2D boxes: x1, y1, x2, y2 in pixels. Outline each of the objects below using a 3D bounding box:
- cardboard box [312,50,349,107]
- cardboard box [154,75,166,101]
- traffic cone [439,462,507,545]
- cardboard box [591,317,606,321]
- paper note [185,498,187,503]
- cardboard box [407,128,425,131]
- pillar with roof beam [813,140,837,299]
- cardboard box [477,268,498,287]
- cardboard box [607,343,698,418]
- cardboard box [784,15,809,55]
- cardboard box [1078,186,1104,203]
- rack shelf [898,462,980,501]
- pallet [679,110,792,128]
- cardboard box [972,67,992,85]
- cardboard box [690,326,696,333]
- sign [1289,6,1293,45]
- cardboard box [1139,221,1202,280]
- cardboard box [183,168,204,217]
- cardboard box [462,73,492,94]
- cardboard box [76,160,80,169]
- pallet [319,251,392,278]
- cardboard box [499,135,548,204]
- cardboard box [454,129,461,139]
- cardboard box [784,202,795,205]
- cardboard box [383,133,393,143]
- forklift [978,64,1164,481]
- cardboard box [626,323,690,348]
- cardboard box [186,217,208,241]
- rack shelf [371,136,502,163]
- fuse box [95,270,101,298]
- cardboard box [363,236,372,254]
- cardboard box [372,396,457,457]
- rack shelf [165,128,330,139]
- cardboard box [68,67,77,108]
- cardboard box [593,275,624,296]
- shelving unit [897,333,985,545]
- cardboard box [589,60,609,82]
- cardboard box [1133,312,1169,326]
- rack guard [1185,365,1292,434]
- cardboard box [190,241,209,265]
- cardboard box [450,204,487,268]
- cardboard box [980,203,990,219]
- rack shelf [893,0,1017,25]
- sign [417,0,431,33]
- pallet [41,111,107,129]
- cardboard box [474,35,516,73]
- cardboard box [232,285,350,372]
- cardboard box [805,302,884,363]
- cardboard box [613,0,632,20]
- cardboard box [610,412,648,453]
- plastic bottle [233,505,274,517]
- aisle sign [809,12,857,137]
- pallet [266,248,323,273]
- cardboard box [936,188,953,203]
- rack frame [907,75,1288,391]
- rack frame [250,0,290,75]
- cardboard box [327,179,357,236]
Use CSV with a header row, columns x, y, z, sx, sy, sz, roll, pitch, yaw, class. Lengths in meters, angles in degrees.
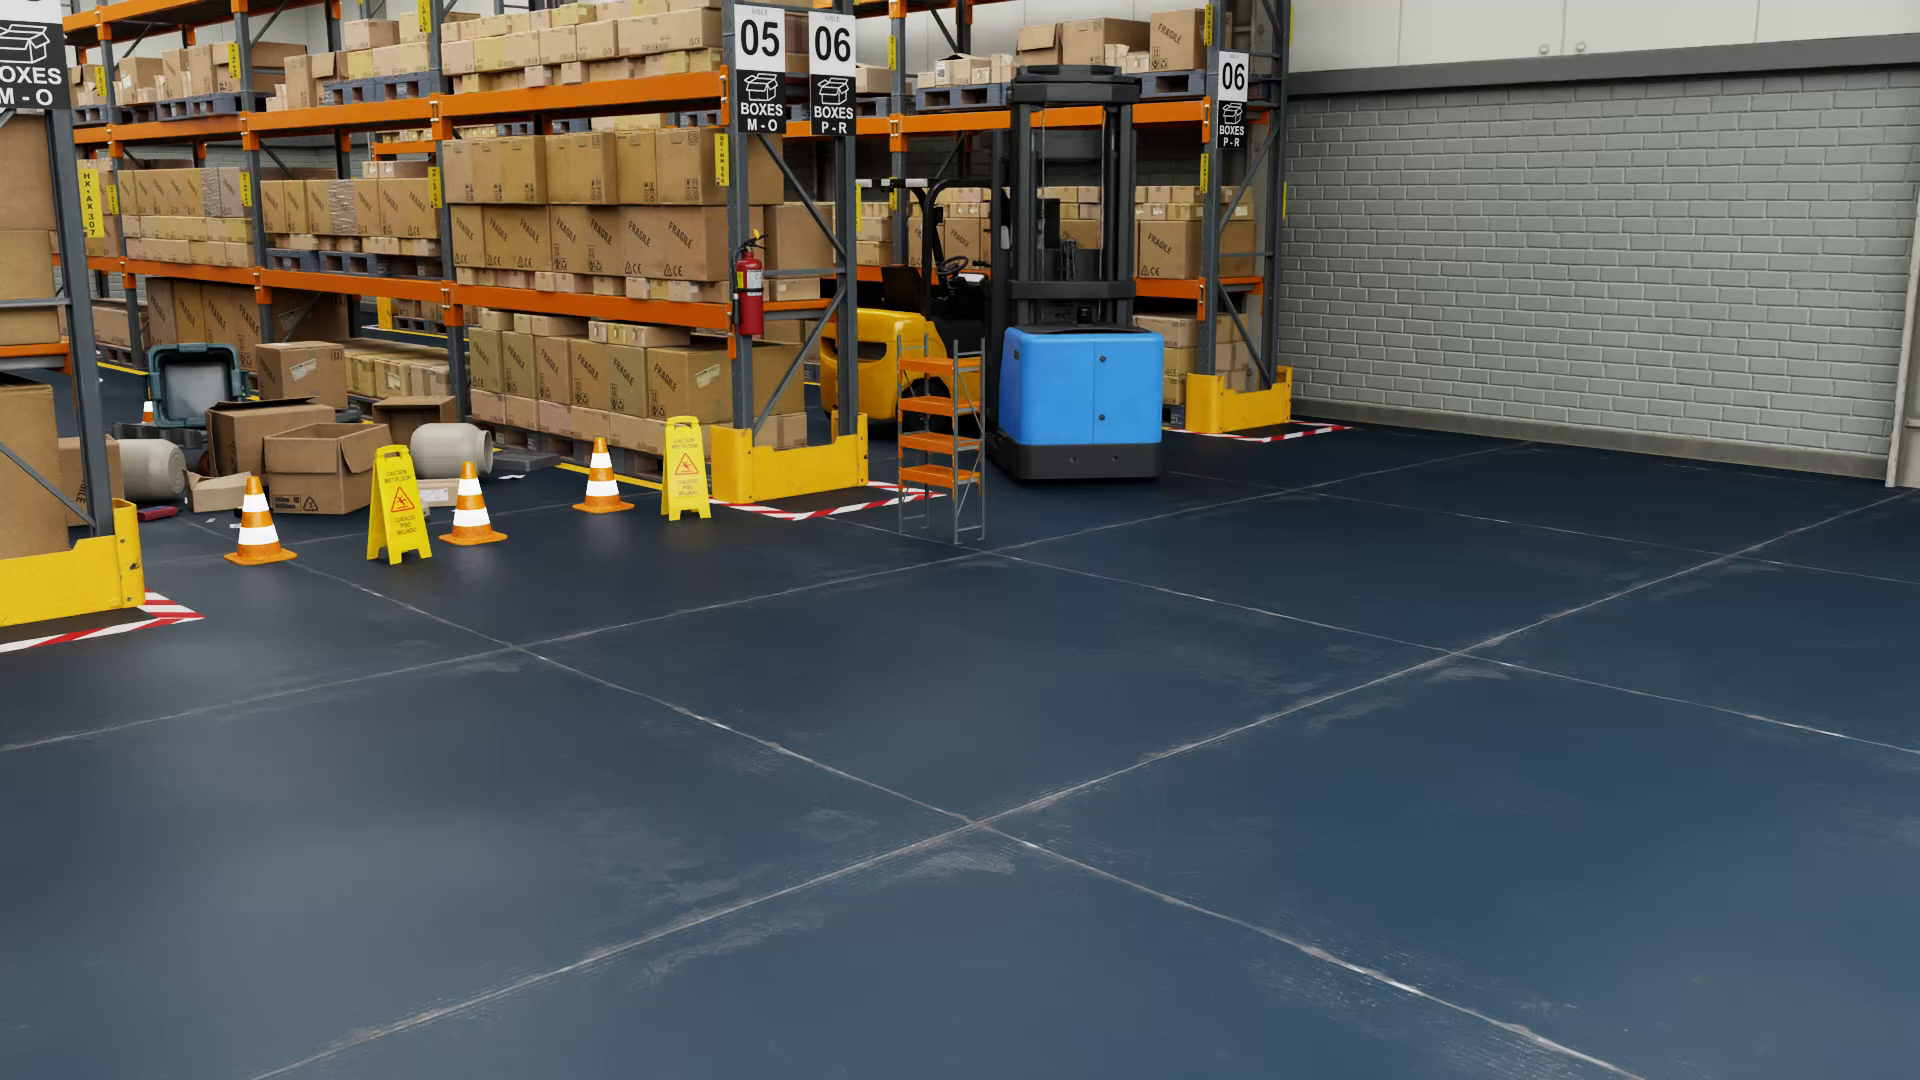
x,y,z,sx,sy,sz,roll,pitch,yaw,class
-5.566,-4.267,15.501,0.797,0.503,0.637,-11,16,-43,cardboard box
-8.394,-4.844,17.846,0.396,0.266,0.258,-9,15,-38,cardboard box
-2.913,-0.235,9.905,0.336,0.463,0.334,-11,16,-43,traffic cone
-4.574,-2.895,21.685,0.500,0.500,0.500,11,16,43,cardboard box
-5.127,-0.277,11.198,0.172,0.023,0.155,-5,13,-23,paper note
-7.758,-6.117,24.369,0.500,0.250,0.500,11,16,43,cardboard box
-4.614,-5.932,16.404,9.100,9.000,0.400,-11,16,-43,pillar with roof beam
-3.680,-2.139,13.483,0.380,0.149,0.250,-10,15,-41,cardboard box
-2.220,-1.181,12.126,0.500,0.500,0.500,-10,15,-40,cardboard box
-1.270,-3.451,11.427,0.500,0.250,0.500,-11,16,-44,cardboard box
1.301,-3.162,15.231,0.380,0.149,0.250,-10,16,-41,cardboard box
-0.114,-0.351,9.961,0.258,0.148,0.480,-11,16,-43,rack shelf
-2.519,-4.949,19.532,1.213,0.211,1.003,-10,15,-40,pallet
0.331,-4.456,16.004,0.380,0.149,0.250,-10,15,-41,cardboard box
-3.114,-3.982,19.899,0.523,3.350,1.653,-11,16,-42,cardboard box
2.878,-4.503,14.541,0.100,0.325,0.005,-11,16,-43,sign
1.942,-2.575,14.729,0.500,0.500,0.500,-11,16,-44,cardboard box
-7.885,-3.691,17.668,0.500,0.500,0.500,-11,16,-43,cardboard box
-3.701,-3.603,13.153,0.380,0.149,0.250,-11,16,-42,cardboard box
-10.682,-4.602,20.484,0.380,0.149,0.250,-11,16,-44,cardboard box
-6.614,-2.894,13.287,2.234,1.710,6.013,11,16,43,pallet
-3.067,-2.818,12.692,0.700,0.500,0.500,-11,16,-44,cardboard box
-6.953,-5.756,23.604,0.380,0.149,0.250,-10,15,-41,cardboard box
-1.830,-3.671,18.439,0.250,0.149,0.380,11,16,44,cardboard box
-8.525,-6.093,25.242,0.380,0.149,0.250,-10,16,-41,cardboard box
0.743,-2.101,12.845,1.130,2.935,3.031,-1,12,-7,forklift
-2.159,-1.467,11.908,0.380,0.149,0.250,-10,15,-41,cardboard box
-7.883,-3.319,17.721,0.500,0.250,0.500,11,16,44,cardboard box
-7.196,-5.651,24.256,1.077,0.370,4.000,-11,16,-43,rack shelf
-14.456,-4.594,27.969,0.539,1.711,0.414,-11,16,-43,fuse box
-5.127,-2.653,14.935,0.380,0.149,0.250,-11,16,-43,cardboard box
-4.122,-0.813,12.615,0.500,0.500,0.500,-1,12,-4,cardboard box
-8.021,-4.445,18.048,0.831,0.071,3.687,-11,16,-43,rack shelf
-10.881,-5.591,20.648,0.500,0.500,0.500,-11,16,-42,cardboard box
-2.462,-1.877,12.213,0.380,0.149,0.250,-11,16,-43,cardboard box
-0.114,-0.612,9.908,0.258,1.200,0.503,-11,16,-43,shelving unit
-2.428,-3.349,11.921,0.250,0.149,0.380,11,16,44,cardboard box
1.572,-1.937,15.176,0.500,0.250,0.500,-11,16,-42,cardboard box
2.489,-1.263,14.804,1.175,0.500,0.348,-11,16,-43,rack guard
-7.877,-3.079,17.792,0.500,0.250,0.500,-11,16,-43,cardboard box
-3.775,-2.474,13.502,0.500,0.500,0.500,-11,16,-43,cardboard box
0.416,-3.202,16.163,0.380,0.149,0.250,-11,16,-43,cardboard box
1.091,-5.173,15.493,1.077,0.370,4.000,-11,16,-43,rack shelf
-4.277,-4.220,13.269,0.100,0.325,0.005,-11,16,-43,sign
-10.798,-5.275,20.866,1.003,0.211,1.213,-11,16,-43,pallet
-3.409,-3.748,12.869,0.500,0.250,0.500,-11,16,-43,cardboard box
-7.057,-2.244,17.593,0.875,0.875,0.875,-11,16,-43,cardboard box
-1.189,-2.306,18.516,0.875,0.625,0.625,-11,16,-43,cardboard box
-2.204,-3.702,11.660,0.380,0.149,0.250,-11,16,-43,cardboard box
-2.220,-0.815,12.207,0.500,0.250,0.500,-11,16,-42,cardboard box
-4.546,-0.182,10.644,0.283,0.061,0.133,6,13,26,plastic bottle
-0.848,-3.106,11.112,0.394,0.787,0.004,-11,16,-43,aisle sign
-6.071,-2.783,16.462,1.213,0.211,1.003,-11,16,-43,pallet
-0.026,-3.476,16.758,0.380,0.149,0.250,-11,16,-42,cardboard box
1.104,-2.780,15.972,1.000,3.000,4.090,-11,16,-43,rack frame
-6.638,-5.905,16.272,0.949,2.616,0.053,-11,16,-43,rack frame
-5.420,-3.043,15.222,0.500,0.500,0.500,11,16,43,cardboard box
